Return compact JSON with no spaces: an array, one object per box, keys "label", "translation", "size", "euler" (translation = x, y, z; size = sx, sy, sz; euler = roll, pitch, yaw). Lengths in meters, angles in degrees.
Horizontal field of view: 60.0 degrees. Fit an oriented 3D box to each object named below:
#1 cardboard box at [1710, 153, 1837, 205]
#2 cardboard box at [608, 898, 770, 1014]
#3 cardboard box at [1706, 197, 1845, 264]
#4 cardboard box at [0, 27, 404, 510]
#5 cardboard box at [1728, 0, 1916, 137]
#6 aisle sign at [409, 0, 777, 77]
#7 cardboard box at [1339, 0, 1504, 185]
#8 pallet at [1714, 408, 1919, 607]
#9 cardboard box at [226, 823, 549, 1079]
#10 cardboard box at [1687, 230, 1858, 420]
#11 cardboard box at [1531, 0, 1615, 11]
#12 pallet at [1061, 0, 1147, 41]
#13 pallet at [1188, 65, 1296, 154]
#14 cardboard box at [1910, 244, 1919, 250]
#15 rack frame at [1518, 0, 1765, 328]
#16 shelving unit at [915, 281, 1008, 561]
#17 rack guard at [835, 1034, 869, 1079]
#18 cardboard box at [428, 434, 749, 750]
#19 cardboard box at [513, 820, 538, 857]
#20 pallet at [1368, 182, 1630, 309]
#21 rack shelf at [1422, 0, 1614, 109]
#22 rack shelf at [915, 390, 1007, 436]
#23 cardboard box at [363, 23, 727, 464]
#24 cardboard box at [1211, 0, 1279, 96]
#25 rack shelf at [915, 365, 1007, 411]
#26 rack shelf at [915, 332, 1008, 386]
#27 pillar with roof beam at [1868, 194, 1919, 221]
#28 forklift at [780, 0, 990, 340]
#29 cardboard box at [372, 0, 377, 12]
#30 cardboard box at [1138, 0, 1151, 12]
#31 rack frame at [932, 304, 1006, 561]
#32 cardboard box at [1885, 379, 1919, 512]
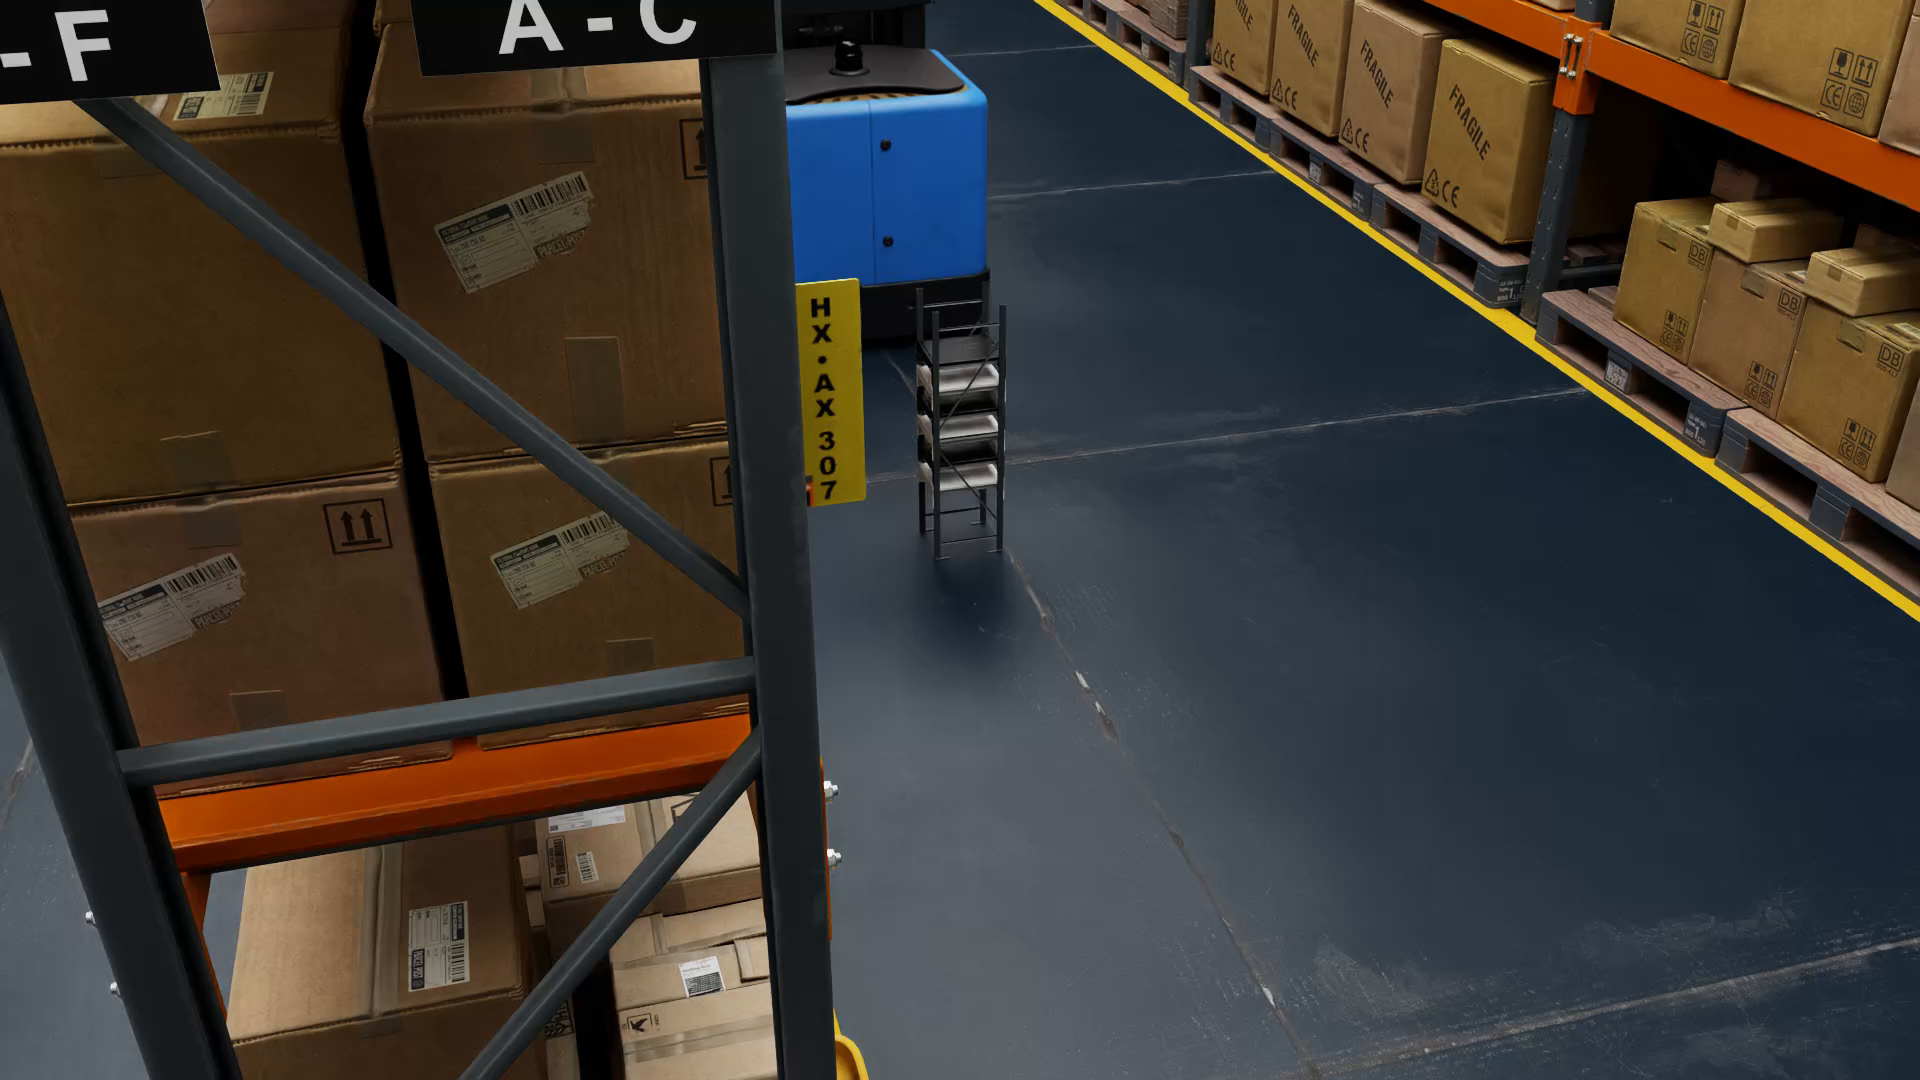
[{"label":"cardboard box","translation":[3.264,-1.439,6.670],"size":[0.380,0.149,0.250],"euler":[-8,31,-14]},{"label":"cardboard box","translation":[-0.548,0.923,3.550],"size":[0.380,0.166,0.250],"euler":[-8,31,-13]},{"label":"cardboard box","translation":[3.026,-1.153,6.176],"size":[0.380,0.149,0.250],"euler":[-7,31,-12]},{"label":"cardboard box","translation":[-1.086,-0.399,2.346],"size":[0.500,0.500,0.500],"euler":[-8,31,-14]},{"label":"cardboard box","translation":[3.328,-1.849,5.651],"size":[0.980,0.700,0.700],"euler":[-9,31,-15]},{"label":"aisle sign","translation":[-0.401,-0.875,1.673],"size":[0.394,0.787,0.004],"euler":[-8,31,-13]},{"label":"cardboard box","translation":[2.474,-2.313,8.479],"size":[0.750,0.750,0.750],"euler":[-7,31,-12]},{"label":"pallet","translation":[3.465,-0.162,5.819],"size":[1.003,0.211,1.213],"euler":[-8,31,-13]},{"label":"cardboard box","translation":[-1.084,0.917,3.227],"size":[0.500,0.500,0.500],"euler":[-8,31,-13]},{"label":"cardboard box","translation":[3.241,-0.819,6.246],"size":[0.700,0.500,0.500],"euler":[-8,31,-14]},{"label":"cardboard box","translation":[2.648,-2.362,7.068],"size":[0.380,0.149,0.250],"euler":[-8,31,-13]},{"label":"pallet","translation":[1.423,-4.027,12.497],"size":[1.003,0.211,1.213],"euler":[-8,31,-13]},{"label":"pallet","translation":[2.086,-2.671,10.154],"size":[1.003,0.211,1.213],"euler":[-8,31,-13]},{"label":"cardboard box","translation":[3.542,-0.935,5.800],"size":[0.380,0.149,0.250],"euler":[-8,31,-13]},{"label":"rack frame","translation":[3.011,-2.337,6.793],"size":[1.000,3.000,0.127],"euler":[-8,31,-13]},{"label":"shelving unit","translation":[0.002,-0.386,5.518],"size":[0.258,0.900,0.210],"euler":[-8,31,-13]},{"label":"rack guard","translation":[-0.722,1.301,3.003],"size":[1.175,0.500,0.348],"euler":[-8,31,-13]},{"label":"cardboard box","translation":[-0.566,-0.037,2.720],"size":[0.500,0.500,0.500],"euler":[-7,31,-12]},{"label":"cardboard box","translation":[-1.307,0.563,4.089],"size":[0.500,0.250,0.500],"euler":[-8,31,-13]},{"label":"pallet","translation":[2.734,-1.492,8.118],"size":[1.003,0.211,1.213],"euler":[-8,31,-13]},{"label":"rack shelf","translation":[2.480,-2.991,8.642],"size":[1.077,0.370,4.000],"euler":[-8,31,-13]},{"label":"rack shelf","translation":[0.002,-0.435,5.489],"size":[0.258,0.077,0.200],"euler":[-8,31,-13]},{"label":"cardboard box","translation":[-0.566,-0.470,2.469],"size":[0.500,0.500,0.500],"euler":[-7,31,-12]},{"label":"cardboard box","translation":[2.018,-3.147,9.920],"size":[0.750,0.750,0.750],"euler":[-8,31,-14]},{"label":"rack shelf","translation":[0.002,-0.512,5.444],"size":[0.258,0.077,0.200],"euler":[-8,31,-13]},{"label":"rack shelf","translation":[0.002,-0.590,5.399],"size":[0.258,0.077,0.200],"euler":[-8,31,-13]},{"label":"pillar with roof beam","translation":[-0.120,-4.138,3.915],"size":[9.100,9.000,0.400],"euler":[-8,31,-13]},{"label":"forklift","translation":[-0.764,-2.794,7.651],"size":[1.130,2.935,3.031],"euler":[-8,31,-14]},{"label":"cardboard box","translation":[-1.363,-0.892,3.199],"size":[0.500,0.500,0.500],"euler":[-7,31,-12]},{"label":"cardboard box","translation":[1.683,-3.982,11.692],"size":[0.700,0.500,0.500],"euler":[-8,31,-13]},{"label":"rack frame","translation":[0.029,-0.336,5.433],"size":[0.240,0.900,0.006],"euler":[-8,31,-13]},{"label":"cardboard box","translation":[3.524,-0.314,5.374],"size":[0.700,0.500,0.500],"euler":[-9,31,-15]}]
